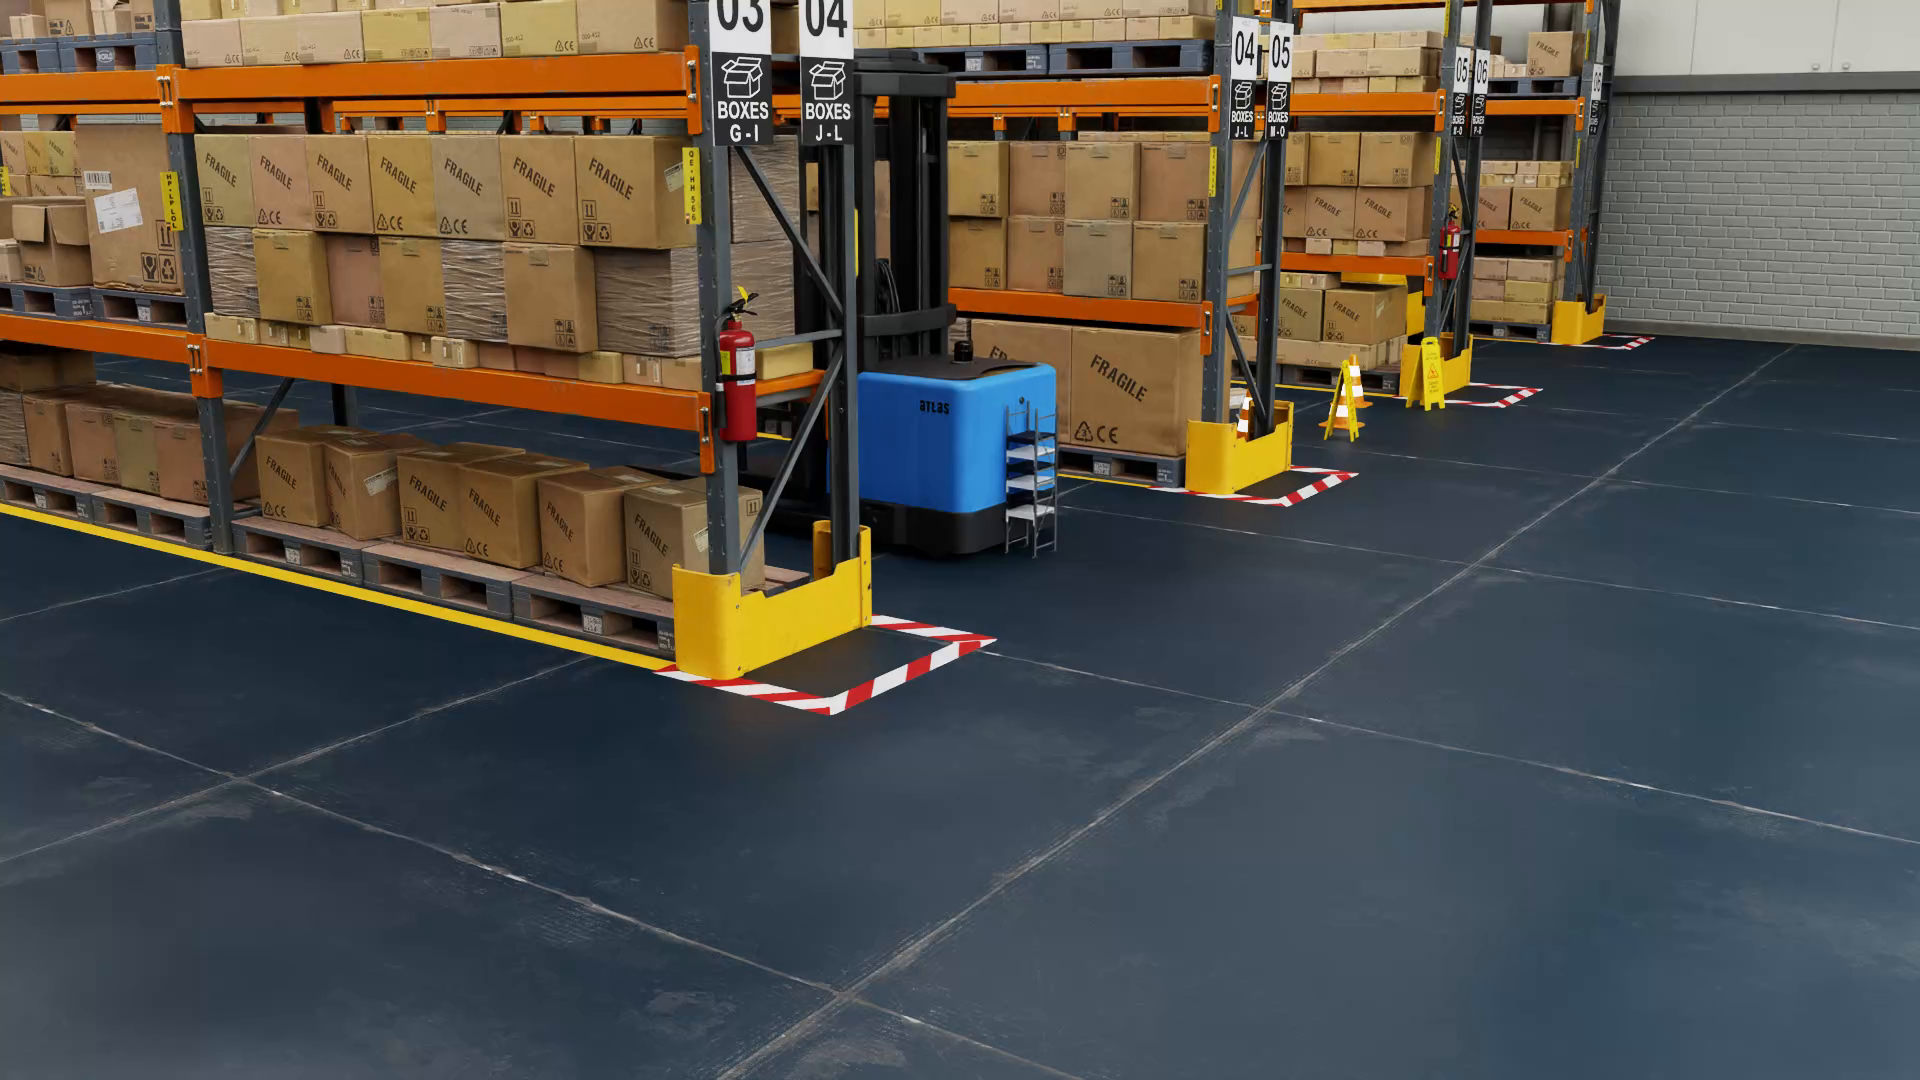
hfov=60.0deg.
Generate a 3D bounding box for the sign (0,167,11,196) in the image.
[{"bbox_3d":[-7.180,-2.635,12.481,0.005,0.325,0.100,9,17,33],"label":"sign"}]

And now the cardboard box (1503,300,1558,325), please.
[{"bbox_3d":[6.895,-2.765,20.097,0.500,0.250,0.500,9,17,33],"label":"cardboard box"}]

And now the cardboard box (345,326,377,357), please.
[{"bbox_3d":[-3.094,-1.092,9.016,0.250,0.149,0.380,9,17,33],"label":"cardboard box"}]

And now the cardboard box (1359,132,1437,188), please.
[{"bbox_3d":[4.149,-3.608,15.750,0.500,0.500,0.700,9,16,31],"label":"cardboard box"}]

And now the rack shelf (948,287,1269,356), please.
[{"bbox_3d":[0.356,-1.824,12.945,4.000,0.370,1.077,9,17,33],"label":"rack shelf"}]

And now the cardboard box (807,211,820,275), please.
[{"bbox_3d":[-0.991,-2.467,13.734,0.550,0.550,0.875,9,17,33],"label":"cardboard box"}]

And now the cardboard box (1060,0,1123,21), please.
[{"bbox_3d":[1.039,-3.762,11.646,0.500,0.250,0.500,9,17,33],"label":"cardboard box"}]

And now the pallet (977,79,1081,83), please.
[{"bbox_3d":[0.923,-4.911,18.066,1.003,0.211,1.213,9,17,33],"label":"pallet"}]

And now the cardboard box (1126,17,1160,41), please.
[{"bbox_3d":[1.342,-3.502,11.427,0.250,0.149,0.380,9,17,33],"label":"cardboard box"}]

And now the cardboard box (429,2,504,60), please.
[{"bbox_3d":[-2.215,-2.463,8.101,0.500,0.250,0.500,10,17,34],"label":"cardboard box"}]

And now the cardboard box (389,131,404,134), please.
[{"bbox_3d":[-7.805,-5.686,23.413,0.250,0.149,0.380,9,16,31],"label":"cardboard box"}]

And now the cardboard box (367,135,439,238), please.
[{"bbox_3d":[-2.673,-1.834,8.582,0.500,0.500,0.500,9,17,33],"label":"cardboard box"}]

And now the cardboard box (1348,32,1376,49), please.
[{"bbox_3d":[3.834,-4.686,15.630,0.250,0.149,0.380,9,16,32],"label":"cardboard box"}]

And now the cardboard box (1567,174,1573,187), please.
[{"bbox_3d":[7.325,-4.356,20.120,0.250,0.149,0.380,9,16,31],"label":"cardboard box"}]

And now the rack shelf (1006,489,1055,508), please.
[{"bbox_3d":[0.428,-0.241,9.937,0.200,0.077,0.258,10,17,35],"label":"rack shelf"}]

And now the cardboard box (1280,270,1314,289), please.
[{"bbox_3d":[3.335,-2.579,16.436,0.250,0.149,0.380,10,17,34],"label":"cardboard box"}]

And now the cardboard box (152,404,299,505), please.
[{"bbox_3d":[-4.653,-0.552,10.599,0.500,0.500,0.700,8,16,29],"label":"cardboard box"}]

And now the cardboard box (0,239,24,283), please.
[{"bbox_3d":[-6.212,-1.863,11.043,0.500,0.250,0.500,9,16,31],"label":"cardboard box"}]

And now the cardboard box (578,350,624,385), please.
[{"bbox_3d":[-1.631,-0.861,8.083,0.250,0.149,0.380,9,17,33],"label":"cardboard box"}]

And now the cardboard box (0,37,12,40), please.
[{"bbox_3d":[-6.369,-3.136,10.817,0.500,0.250,0.500,10,17,34],"label":"cardboard box"}]

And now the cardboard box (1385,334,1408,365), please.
[{"bbox_3d":[4.179,-1.938,16.756,0.500,0.250,0.500,9,17,32],"label":"cardboard box"}]

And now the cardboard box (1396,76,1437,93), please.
[{"bbox_3d":[4.242,-4.231,15.455,0.250,0.149,0.380,9,17,33],"label":"cardboard box"}]

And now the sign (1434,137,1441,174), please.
[{"bbox_3d":[4.368,-3.513,15.203,0.005,0.325,0.100,9,17,33],"label":"sign"}]

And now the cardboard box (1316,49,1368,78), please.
[{"bbox_3d":[3.710,-4.518,15.783,0.500,0.250,0.500,9,16,32],"label":"cardboard box"}]

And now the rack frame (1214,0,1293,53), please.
[{"bbox_3d":[2.016,-4.817,11.054,0.127,3.000,1.000,9,17,33],"label":"rack frame"}]

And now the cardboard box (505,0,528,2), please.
[{"bbox_3d":[-1.901,-2.583,7.756,0.250,0.149,0.380,9,17,33],"label":"cardboard box"}]

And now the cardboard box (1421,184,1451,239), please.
[{"bbox_3d":[4.456,-3.217,16.249,0.500,0.500,0.500,9,16,32],"label":"cardboard box"}]

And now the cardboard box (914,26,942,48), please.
[{"bbox_3d":[-0.133,-3.741,12.390,0.250,0.149,0.380,9,17,33],"label":"cardboard box"}]

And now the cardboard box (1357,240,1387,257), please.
[{"bbox_3d":[3.993,-2.803,15.925,0.250,0.149,0.380,9,16,32],"label":"cardboard box"}]

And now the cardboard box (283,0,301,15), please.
[{"bbox_3d":[-3.358,-2.850,8.835,0.250,0.149,0.380,10,17,34],"label":"cardboard box"}]

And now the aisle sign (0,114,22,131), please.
[{"bbox_3d":[-11.489,-5.262,19.929,0.004,0.787,0.394,9,17,33],"label":"aisle sign"}]

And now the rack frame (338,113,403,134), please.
[{"bbox_3d":[-8.582,-5.051,24.485,0.127,3.000,1.000,9,17,33],"label":"rack frame"}]

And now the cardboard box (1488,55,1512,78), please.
[{"bbox_3d":[6.394,-5.623,19.752,0.258,0.266,0.396,9,17,33],"label":"cardboard box"}]

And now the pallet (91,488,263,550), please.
[{"bbox_3d":[-4.802,-0.216,10.757,1.213,0.211,1.003,9,17,33],"label":"pallet"}]

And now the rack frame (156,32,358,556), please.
[{"bbox_3d":[-4.155,-1.466,10.002,0.127,3.000,1.000,9,17,33],"label":"rack frame"}]

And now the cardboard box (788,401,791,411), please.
[{"bbox_3d":[-0.821,-1.515,13.750,0.875,0.875,0.875,9,17,34],"label":"cardboard box"}]

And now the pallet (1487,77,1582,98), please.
[{"bbox_3d":[6.889,-5.409,19.871,1.213,0.211,1.003,9,17,33],"label":"pallet"}]

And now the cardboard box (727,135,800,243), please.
[{"bbox_3d":[-1.141,-1.736,8.184,0.500,0.500,0.500,9,17,33],"label":"cardboard box"}]

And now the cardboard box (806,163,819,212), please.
[{"bbox_3d":[-1.016,-2.982,13.567,0.550,0.550,0.875,9,17,33],"label":"cardboard box"}]

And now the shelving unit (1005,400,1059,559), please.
[{"bbox_3d":[0.428,-0.361,9.908,0.210,0.900,0.258,10,17,35],"label":"shelving unit"}]

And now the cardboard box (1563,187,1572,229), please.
[{"bbox_3d":[7.206,-4.066,20.297,0.500,0.500,0.500,10,17,35],"label":"cardboard box"}]

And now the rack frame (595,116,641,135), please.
[{"bbox_3d":[-5.815,-6.041,28.485,0.127,3.000,1.000,9,17,33],"label":"rack frame"}]

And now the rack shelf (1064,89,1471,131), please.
[{"bbox_3d":[3.035,-4.280,16.626,4.000,0.370,1.077,9,17,33],"label":"rack shelf"}]

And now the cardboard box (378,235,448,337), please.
[{"bbox_3d":[-2.558,-1.390,8.867,0.500,0.500,0.875,9,17,33],"label":"cardboard box"}]

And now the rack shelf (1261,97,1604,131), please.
[{"bbox_3d":[5.802,-5.270,20.626,4.000,0.370,1.077,9,17,33],"label":"rack shelf"}]

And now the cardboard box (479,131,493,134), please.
[{"bbox_3d":[-6.276,-5.464,22.514,0.250,0.149,0.380,9,17,32],"label":"cardboard box"}]

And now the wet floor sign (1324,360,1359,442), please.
[{"bbox_3d":[3.145,-1.153,13.637,0.232,0.644,0.267,6,15,23],"label":"wet floor sign"}]

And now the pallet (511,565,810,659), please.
[{"bbox_3d":[-1.554,0.298,8.679,1.213,0.211,1.003,9,17,33],"label":"pallet"}]

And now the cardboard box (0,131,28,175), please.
[{"bbox_3d":[-11.036,-4.616,19.818,0.500,0.500,0.500,9,17,32],"label":"cardboard box"}]

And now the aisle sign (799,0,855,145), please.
[{"bbox_3d":[-0.618,-2.243,7.730,0.004,0.787,0.394,9,17,33],"label":"aisle sign"}]

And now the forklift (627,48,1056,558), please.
[{"bbox_3d":[-0.885,-1.577,10.594,3.031,2.935,1.130,10,17,35],"label":"forklift"}]
